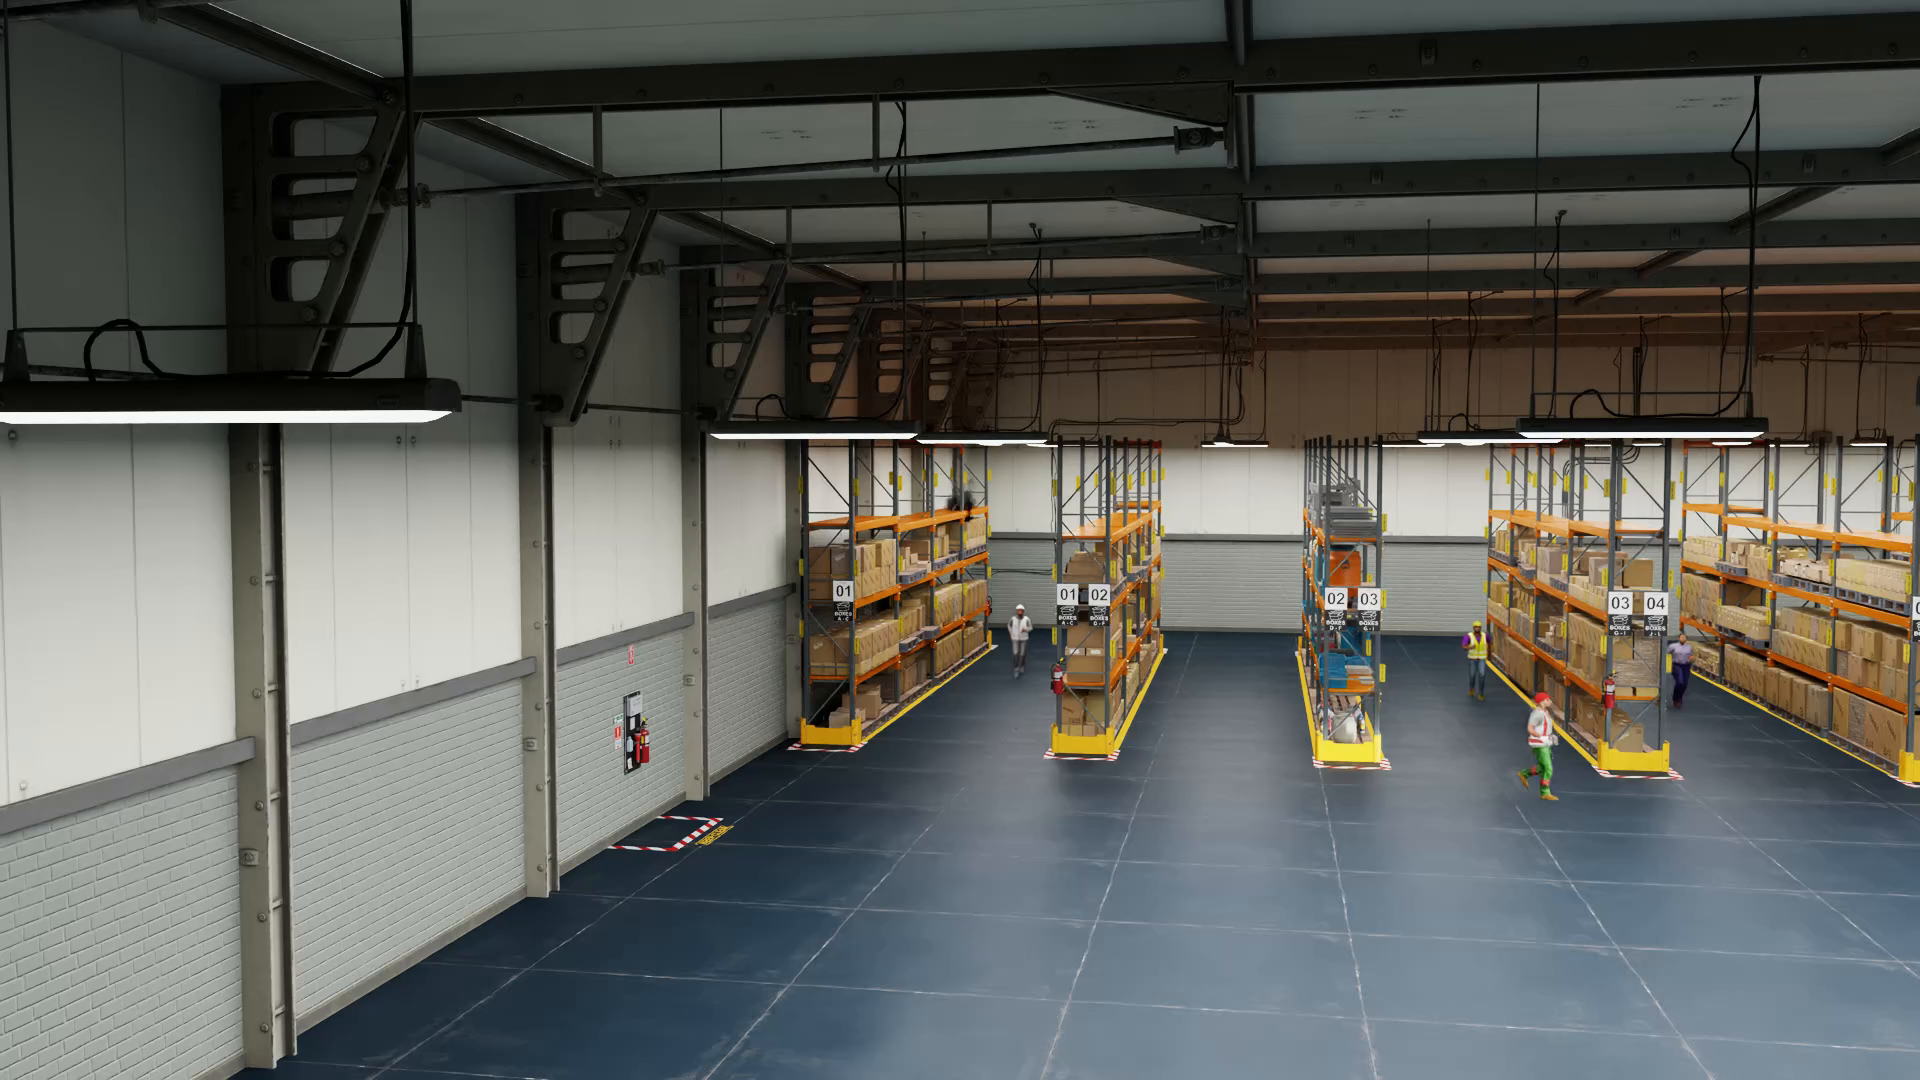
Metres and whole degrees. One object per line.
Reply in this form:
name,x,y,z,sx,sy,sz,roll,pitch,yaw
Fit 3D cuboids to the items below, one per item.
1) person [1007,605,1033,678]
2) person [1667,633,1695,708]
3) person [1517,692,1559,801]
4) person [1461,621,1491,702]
person,1.514,2.552,42.074,0.648,1.835,0.700,0,3,5
person,16.072,2.876,37.058,0.574,1.596,0.689,0,3,-1
person,9.480,3.372,27.318,0.715,1.761,0.653,2,4,36
person,11.858,2.772,38.200,0.689,1.841,0.810,1,3,11
